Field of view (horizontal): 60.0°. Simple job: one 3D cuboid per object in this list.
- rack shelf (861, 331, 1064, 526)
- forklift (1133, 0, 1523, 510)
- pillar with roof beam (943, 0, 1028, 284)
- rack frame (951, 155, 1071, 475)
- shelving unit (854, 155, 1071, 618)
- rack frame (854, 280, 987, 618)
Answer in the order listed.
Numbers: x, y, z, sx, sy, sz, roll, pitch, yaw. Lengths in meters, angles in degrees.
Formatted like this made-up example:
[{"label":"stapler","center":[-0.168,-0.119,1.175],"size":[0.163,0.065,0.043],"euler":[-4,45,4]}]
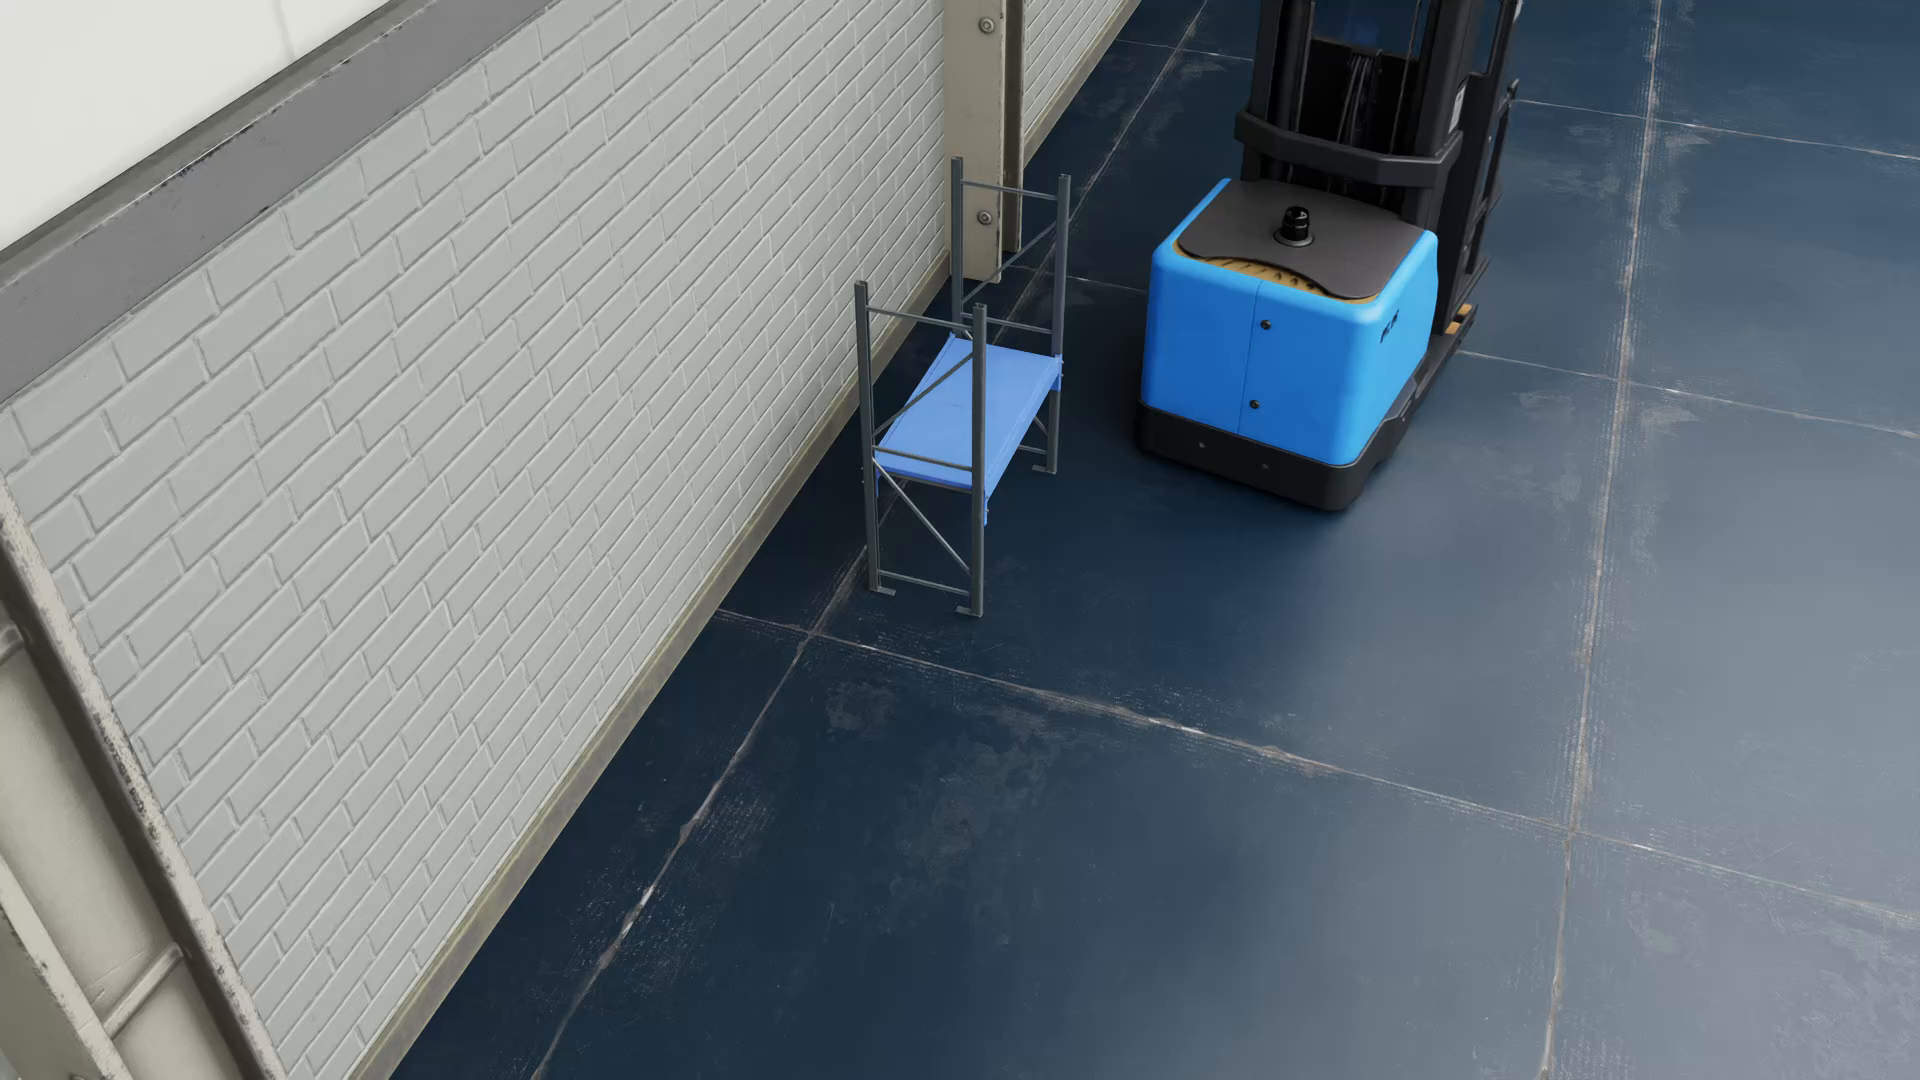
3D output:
[{"label":"rack shelf","center":[0.029,-0.486,6.941],"size":[0.538,0.185,1.000],"euler":[13,42,15]},{"label":"forklift","center":[1.974,-2.185,7.553],"size":[1.130,2.935,3.031],"euler":[21,45,22]},{"label":"pillar with roof beam","center":[4.170,-3.986,4.989],"size":[9.100,9.000,0.400],"euler":[13,42,15]},{"label":"rack frame","center":[0.203,-0.933,7.188],"size":[0.500,1.500,0.032],"euler":[13,42,15]},{"label":"shelving unit","center":[0.029,-0.623,6.824],"size":[0.538,1.500,1.048],"euler":[13,42,15]},{"label":"rack frame","center":[-0.145,-0.313,6.461],"size":[0.500,1.500,0.032],"euler":[13,42,15]}]
